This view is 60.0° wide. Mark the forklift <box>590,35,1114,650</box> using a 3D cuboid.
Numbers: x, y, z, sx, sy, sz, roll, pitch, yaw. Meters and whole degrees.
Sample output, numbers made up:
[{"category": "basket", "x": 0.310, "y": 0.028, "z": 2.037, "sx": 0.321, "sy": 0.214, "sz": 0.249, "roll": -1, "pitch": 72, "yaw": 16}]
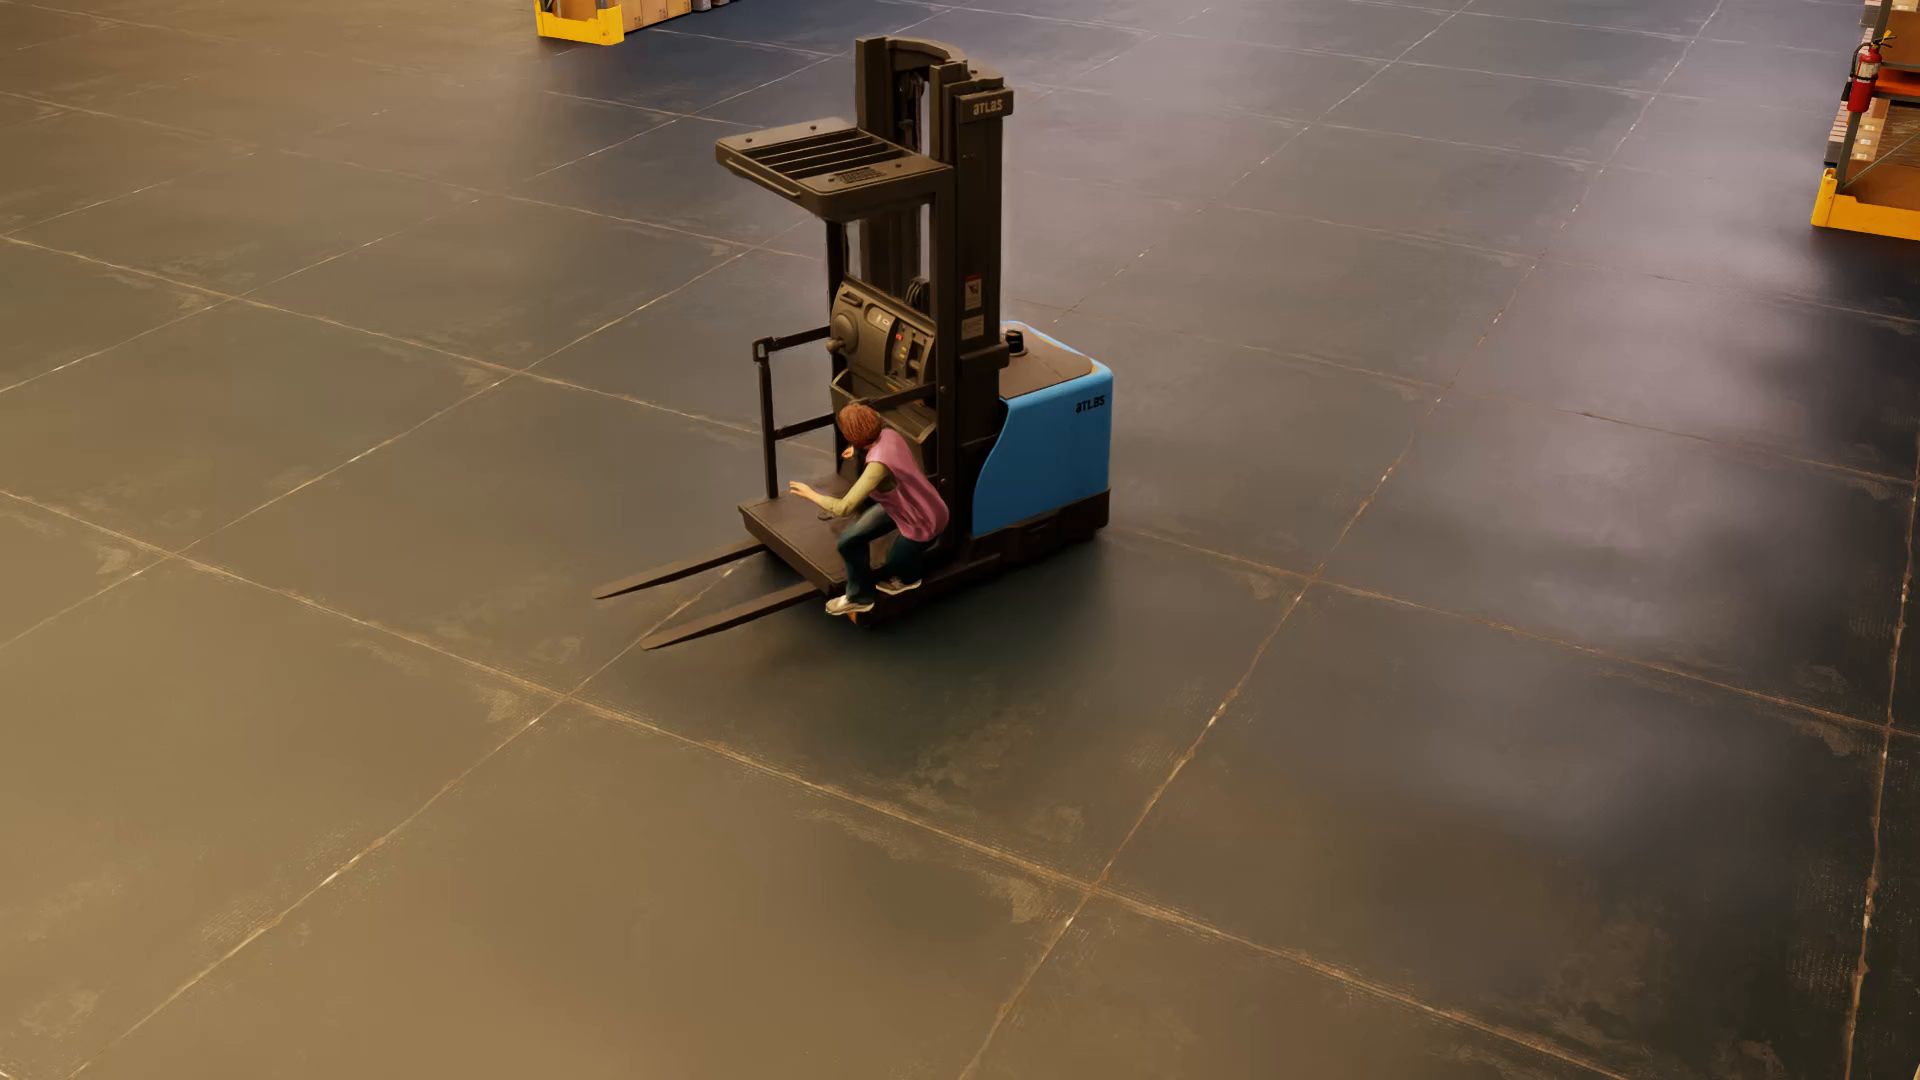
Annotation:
[{"category": "forklift", "x": -0.593, "y": -1.087, "z": 8.954, "sx": 3.031, "sy": 2.935, "sz": 1.130, "roll": -20, "pitch": 35, "yaw": -30}]

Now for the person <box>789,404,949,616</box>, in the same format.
[{"category": "person", "x": -0.492, "y": -0.143, "z": 8.589, "sx": 0.821, "sy": 1.353, "sz": 0.848, "roll": -9, "pitch": 31, "yaw": -15}]
